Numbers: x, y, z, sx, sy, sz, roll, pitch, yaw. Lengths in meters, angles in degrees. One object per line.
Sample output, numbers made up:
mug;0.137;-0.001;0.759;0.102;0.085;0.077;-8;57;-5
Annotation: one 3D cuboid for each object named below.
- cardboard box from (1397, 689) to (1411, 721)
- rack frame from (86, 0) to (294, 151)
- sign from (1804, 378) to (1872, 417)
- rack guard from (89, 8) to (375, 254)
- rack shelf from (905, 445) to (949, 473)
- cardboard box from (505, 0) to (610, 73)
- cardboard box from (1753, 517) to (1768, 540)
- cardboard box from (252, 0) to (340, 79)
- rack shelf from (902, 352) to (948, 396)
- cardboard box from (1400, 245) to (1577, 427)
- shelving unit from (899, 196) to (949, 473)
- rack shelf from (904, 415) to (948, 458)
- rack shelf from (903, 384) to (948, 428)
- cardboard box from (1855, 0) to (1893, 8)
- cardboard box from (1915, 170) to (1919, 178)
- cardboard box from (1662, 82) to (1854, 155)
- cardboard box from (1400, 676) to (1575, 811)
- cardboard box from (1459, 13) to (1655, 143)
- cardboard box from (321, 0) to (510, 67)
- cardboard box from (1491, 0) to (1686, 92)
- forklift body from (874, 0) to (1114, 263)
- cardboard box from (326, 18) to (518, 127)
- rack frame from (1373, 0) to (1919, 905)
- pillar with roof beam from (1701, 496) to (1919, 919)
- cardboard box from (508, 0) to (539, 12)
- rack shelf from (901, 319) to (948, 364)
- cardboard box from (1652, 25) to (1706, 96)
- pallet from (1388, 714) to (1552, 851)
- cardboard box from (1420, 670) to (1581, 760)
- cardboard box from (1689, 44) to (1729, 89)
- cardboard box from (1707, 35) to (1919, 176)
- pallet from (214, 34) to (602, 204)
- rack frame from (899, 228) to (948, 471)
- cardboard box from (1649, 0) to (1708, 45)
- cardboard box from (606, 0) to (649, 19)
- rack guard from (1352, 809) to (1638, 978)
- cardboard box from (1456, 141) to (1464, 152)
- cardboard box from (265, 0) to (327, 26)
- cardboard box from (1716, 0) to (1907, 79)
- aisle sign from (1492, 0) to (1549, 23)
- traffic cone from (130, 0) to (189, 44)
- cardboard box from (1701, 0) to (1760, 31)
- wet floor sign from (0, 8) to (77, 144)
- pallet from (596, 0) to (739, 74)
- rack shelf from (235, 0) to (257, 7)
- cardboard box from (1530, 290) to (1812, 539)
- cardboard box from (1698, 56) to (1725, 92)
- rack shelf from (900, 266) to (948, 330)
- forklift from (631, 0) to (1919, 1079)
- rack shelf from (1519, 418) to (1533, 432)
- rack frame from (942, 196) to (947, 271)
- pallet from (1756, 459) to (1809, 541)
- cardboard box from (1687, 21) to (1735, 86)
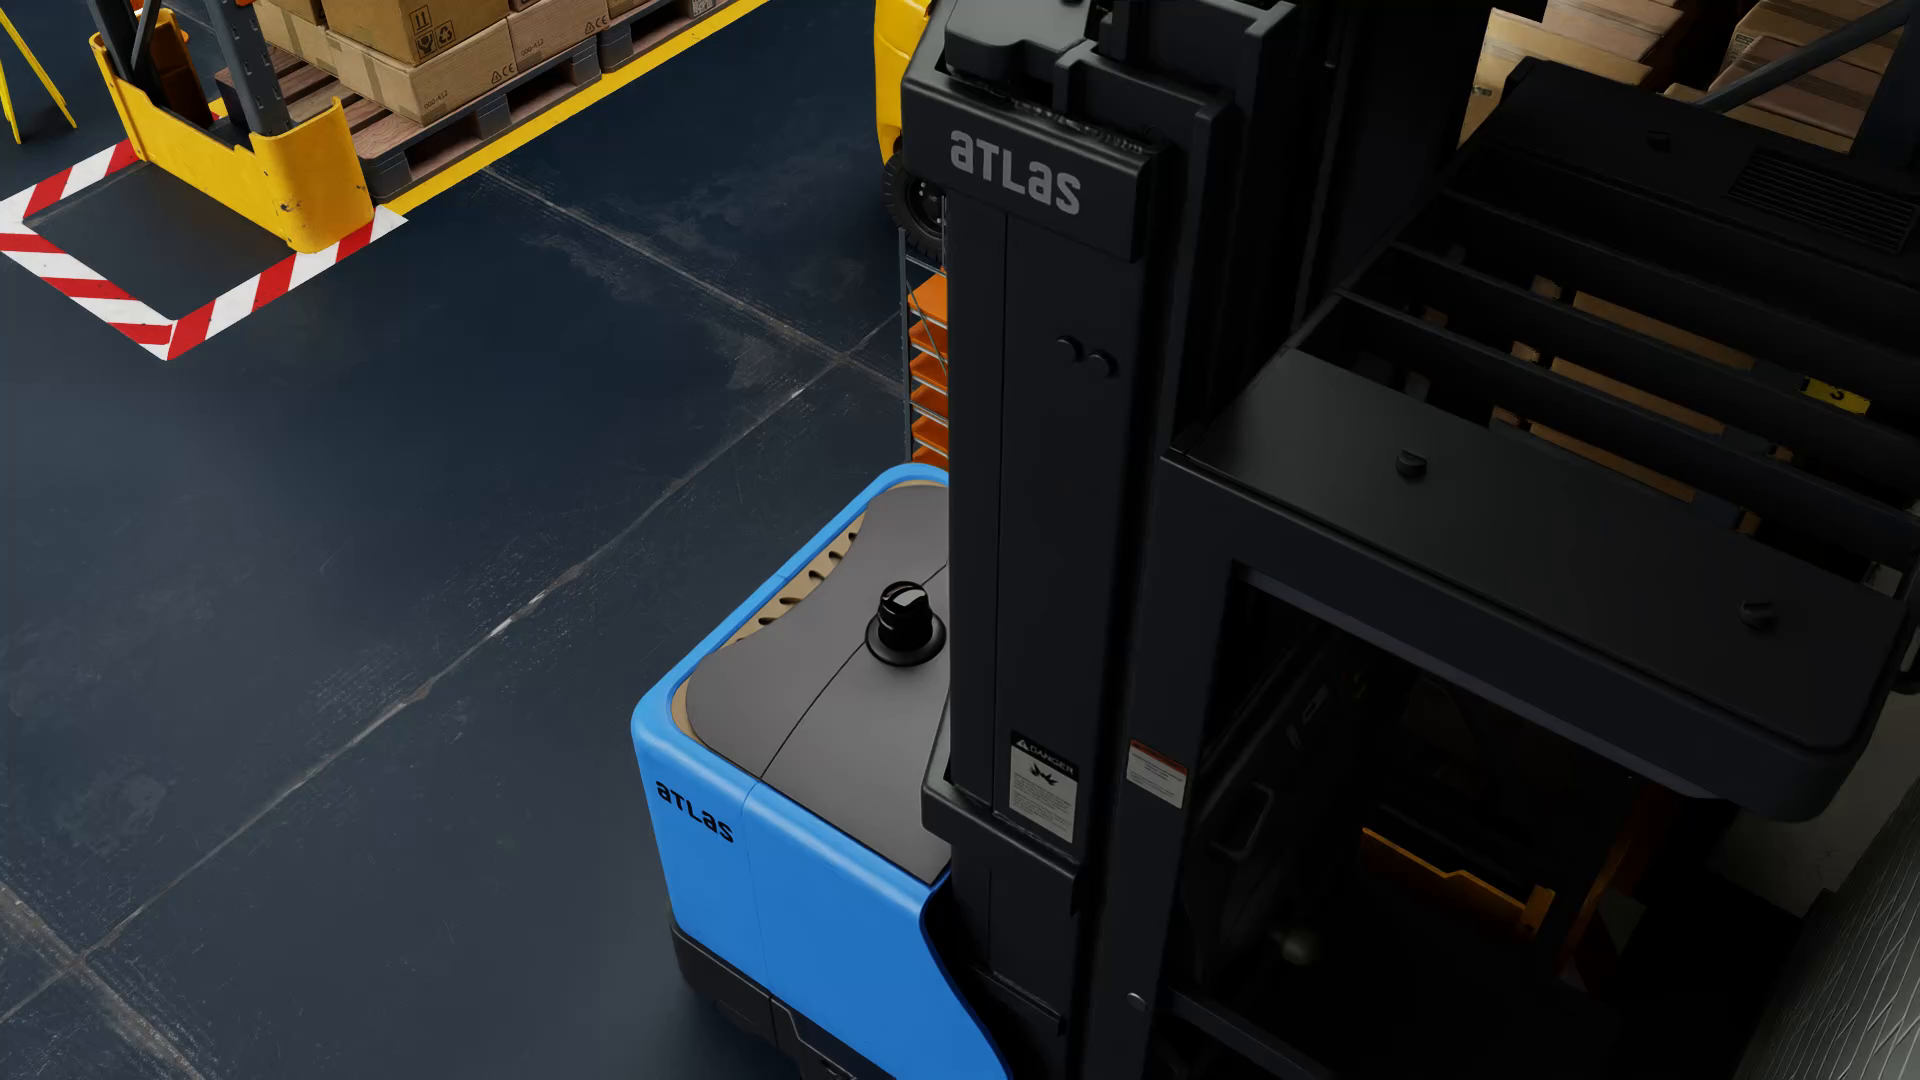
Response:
cardboard box;1.111;0.177;4.618;0.500;0.250;0.500;30;53;25
rack frame;-2.856;-2.412;5.479;1.000;3.000;0.127;29;53;25
sign;1.510;-0.297;2.806;0.100;0.325;0.005;29;53;25
rack guard;-2.810;-1.592;6.425;1.175;0.500;0.348;29;53;25
rack shelf;-0.009;-0.210;5.014;0.258;0.103;0.180;29;53;25
cardboard box;-1.826;-2.235;6.922;0.500;0.250;0.500;31;54;26
cardboard box;2.160;-0.182;4.960;0.500;0.250;0.500;29;53;25
cardboard box;-2.560;-2.202;6.890;0.500;0.250;0.500;29;53;25
rack shelf;-0.009;-0.458;4.754;0.258;0.103;0.180;29;53;25
cardboard box;1.167;-0.652;3.729;0.500;0.500;0.500;28;52;24
shelving unit;-0.009;-0.406;4.808;0.258;1.200;0.189;29;53;25
rack shelf;-0.009;-0.293;4.927;0.258;0.103;0.180;29;53;25
rack shelf;-0.009;-0.375;4.840;0.258;0.103;0.180;29;53;25
cardboard box;1.948;-1.106;3.508;0.380;0.149;0.250;29;53;25
cardboard box;1.898;-0.723;3.797;0.500;0.500;0.500;31;54;26
cardboard box;1.448;-0.679;3.100;0.380;0.149;0.250;28;53;24
cardboard box;1.529;0.391;4.414;0.500;0.250;0.500;29;53;25
cardboard box;1.126;-0.879;3.292;0.380;0.149;0.250;29;53;25
cardboard box;-2.130;-2.219;6.388;0.500;0.500;0.500;28;52;24
cardboard box;1.252;-1.034;3.440;0.380;0.149;0.250;29;53;25
forklift body;0.790;-1.818;5.499;2.313;2.155;1.214;29;53;25
cardboard box;-2.144;-1.946;6.646;0.500;0.250;0.500;29;53;25
rack frame;1.074;-0.219;3.385;1.000;3.000;0.127;29;53;25
pillar with roof beam;-1.194;-4.195;3.034;9.100;9.000;0.400;29;53;25
cardboard box;-1.814;-2.520;6.676;0.500;0.500;0.500;27;52;24
rack shelf;-0.009;-0.541;4.667;0.258;0.103;0.180;29;53;25
cardboard box;1.404;-1.081;3.691;0.380;0.149;0.250;30;53;26
pallet;1.508;0.288;4.829;1.003;0.211;1.213;29;53;25
cardboard box;1.526;0.235;4.216;0.500;0.250;0.500;30;53;26
cardboard box;1.492;-0.944;4.009;0.500;0.500;0.500;31;54;26
cardboard box;1.661;-0.803;3.219;0.380;0.149;0.250;31;54;26
pallet;-2.285;-1.941;6.958;1.003;0.211;1.213;29;53;25
rack frame;-0.065;-0.354;4.758;0.240;1.200;0.006;29;53;25
cardboard box;1.391;-1.195;3.594;0.380;0.149;0.250;30;53;26
cardboard box;-1.502;-2.553;7.225;0.500;0.250;0.500;33;54;27
rack guard;1.059;0.658;4.276;1.175;0.500;0.348;29;53;25
cardboard box;1.064;-0.800;3.422;0.380;0.149;0.250;30;53;25
cardboard box;-2.573;-2.440;6.599;0.500;0.500;0.500;30;53;25
cardboard box;1.785;-0.971;3.379;0.380;0.149;0.250;30;53;26
aisle sign;0.801;-1.210;2.533;0.394;0.787;0.004;29;53;25
traffic cone;-3.614;-2.352;7.177;0.336;0.463;0.334;29;53;25
cardboard box;1.602;-1.305;3.699;0.380;0.149;0.250;30;53;25
wet floor sign;-3.819;-1.963;6.679;0.232;0.644;0.267;-25;51;-22
pallet;-1.539;-2.636;7.622;1.003;0.211;1.213;29;53;25
rack shelf;-1.633;-3.308;6.833;1.077;0.370;4.000;29;53;25
cardboard box;1.597;-0.415;3.503;0.500;0.500;0.500;31;54;26
cardboard box;1.748;-0.869;3.488;0.380;0.149;0.250;28;53;24
rack shelf;-0.009;-0.624;4.580;0.258;0.103;0.180;29;53;25
forklift;0.793;0.423;2.819;3.031;2.935;1.130;27;52;24
rack shelf;2.297;-1.115;4.739;1.077;0.370;4.000;29;53;25
rack frame;0.047;-0.459;4.858;0.240;1.200;0.006;29;53;25
pallet;2.255;-0.407;5.493;1.003;0.211;1.213;29;53;25
cardboard box;1.565;-1.218;3.821;0.380;0.149;0.250;29;53;25
